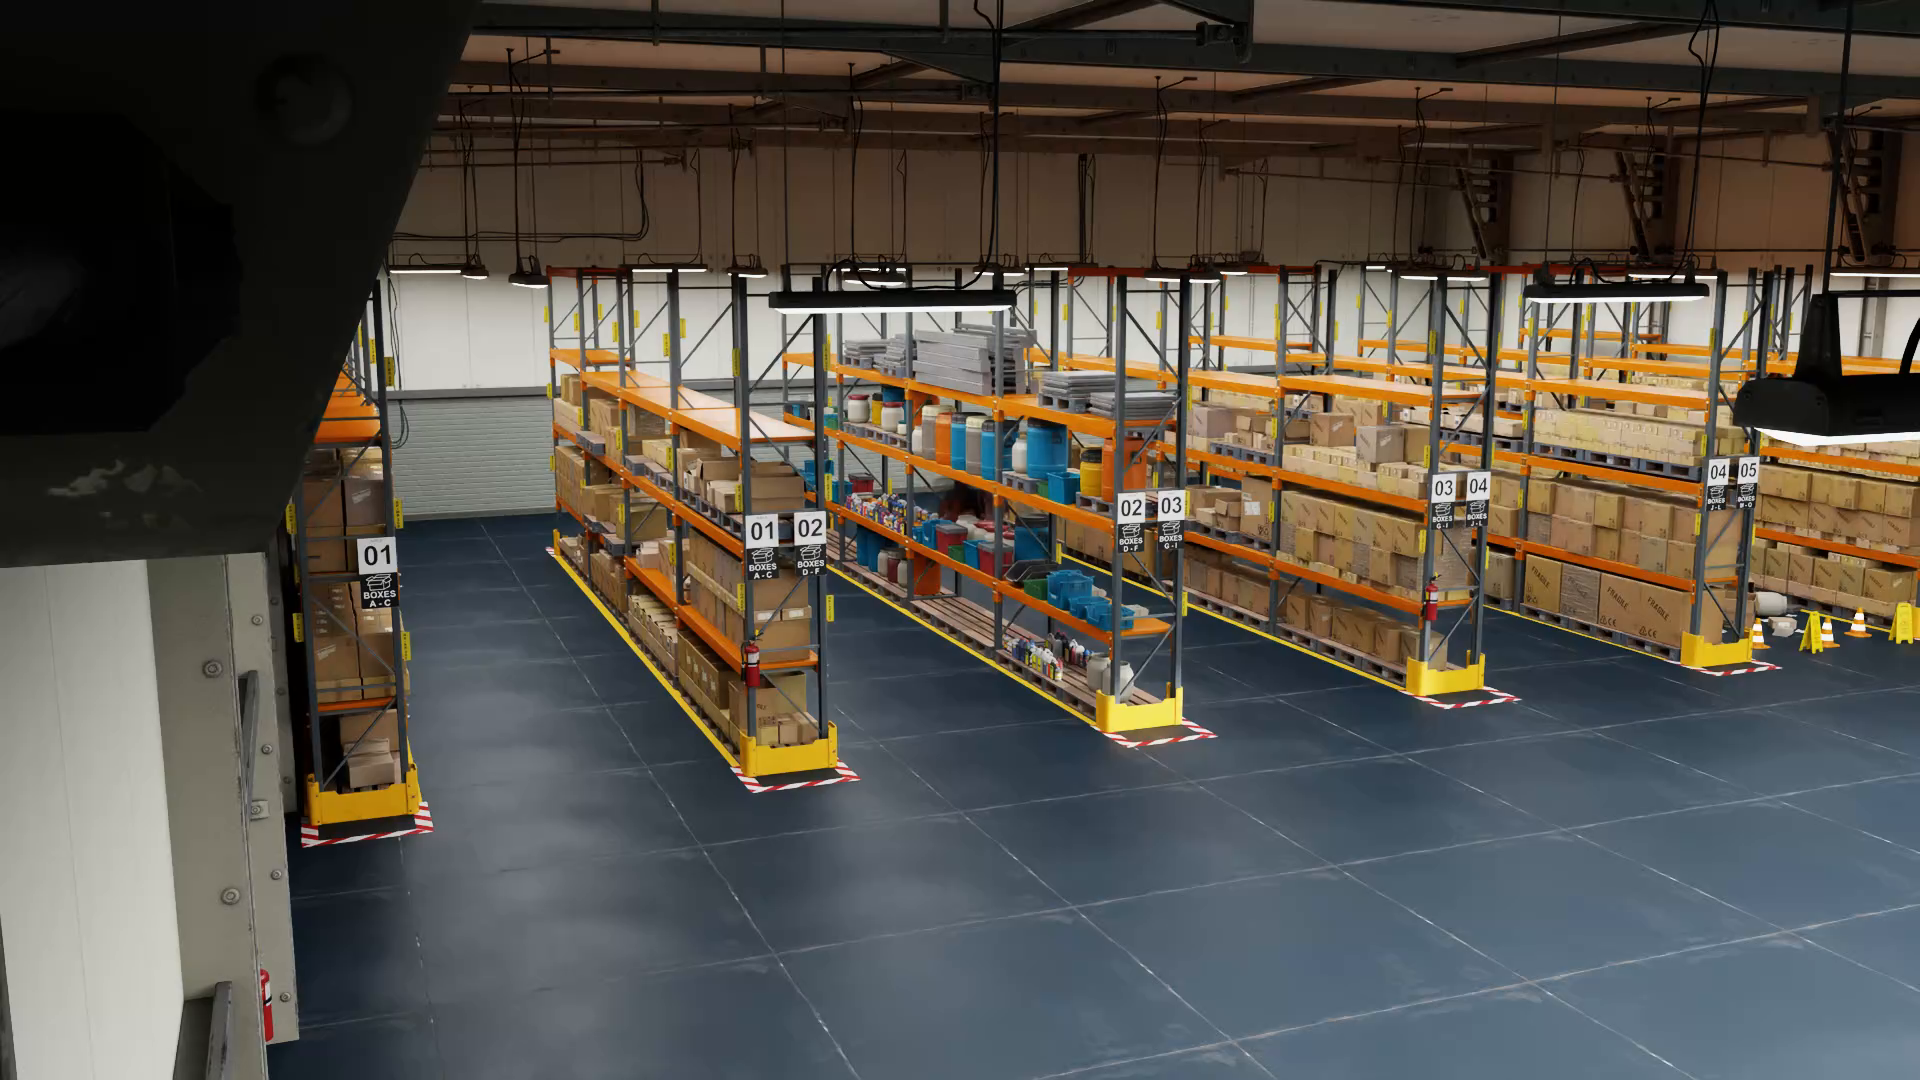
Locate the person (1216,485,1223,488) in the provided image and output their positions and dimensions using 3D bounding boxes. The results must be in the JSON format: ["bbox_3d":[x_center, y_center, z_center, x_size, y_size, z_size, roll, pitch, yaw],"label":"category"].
[{"bbox_3d":[5.146,-0.209,33.036,0.491,1.803,0.880,-4,11,-21],"label":"person"}]

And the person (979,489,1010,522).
[{"bbox_3d":[0.740,-0.536,34.593,0.576,1.724,1.118,-4,11,-23],"label":"person"}]

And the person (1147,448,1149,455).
[{"bbox_3d":[4.509,-1.568,40.921,0.899,1.614,0.590,-7,12,-33],"label":"person"}]
